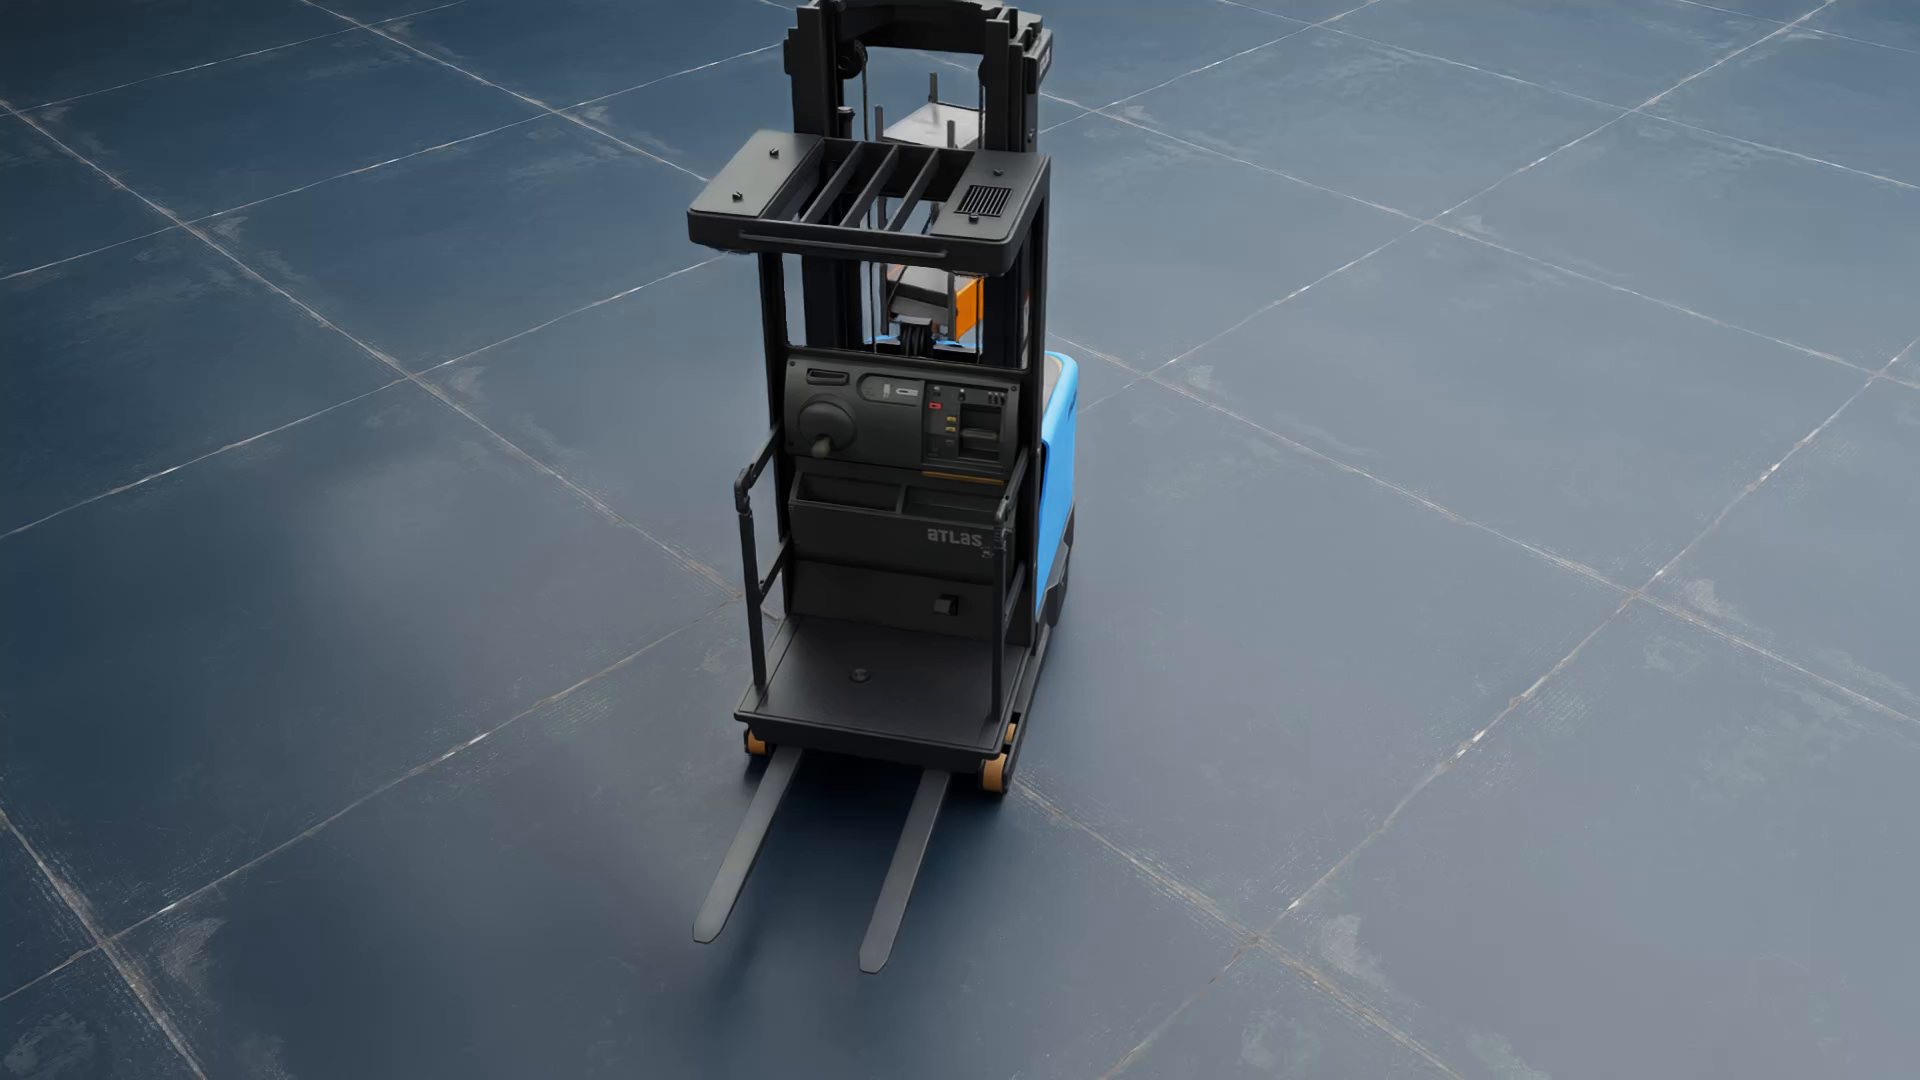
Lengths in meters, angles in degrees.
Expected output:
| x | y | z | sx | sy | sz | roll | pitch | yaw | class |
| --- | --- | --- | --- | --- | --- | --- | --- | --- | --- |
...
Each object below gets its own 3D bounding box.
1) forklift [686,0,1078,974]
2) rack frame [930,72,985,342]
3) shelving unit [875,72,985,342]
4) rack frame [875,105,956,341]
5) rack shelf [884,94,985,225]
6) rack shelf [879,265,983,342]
| x | y | z | sx | sy | sz | roll | pitch | yaw | class |
| --- | --- | --- | --- | --- | --- | --- | --- | --- | --- |
| -0.276 | -0.414 | 6.281 | 1.130 | 2.935 | 3.031 | 7 | 36 | 11 | forklift |
| 0.038 | -1.243 | 8.197 | 0.400 | 2.100 | 0.015 | 18 | 39 | 23 | rack frame |
| -0.079 | -1.121 | 8.022 | 0.431 | 2.100 | 0.503 | 18 | 39 | 23 | shelving unit |
| -0.197 | -0.999 | 7.847 | 0.400 | 2.100 | 0.015 | 18 | 39 | 23 | rack frame |
| -0.079 | -1.684 | 7.629 | 0.431 | 0.518 | 0.480 | 18 | 39 | 23 | rack shelf |
| -0.079 | -1.110 | 8.030 | 0.431 | 0.518 | 0.480 | 18 | 39 | 23 | rack shelf |
